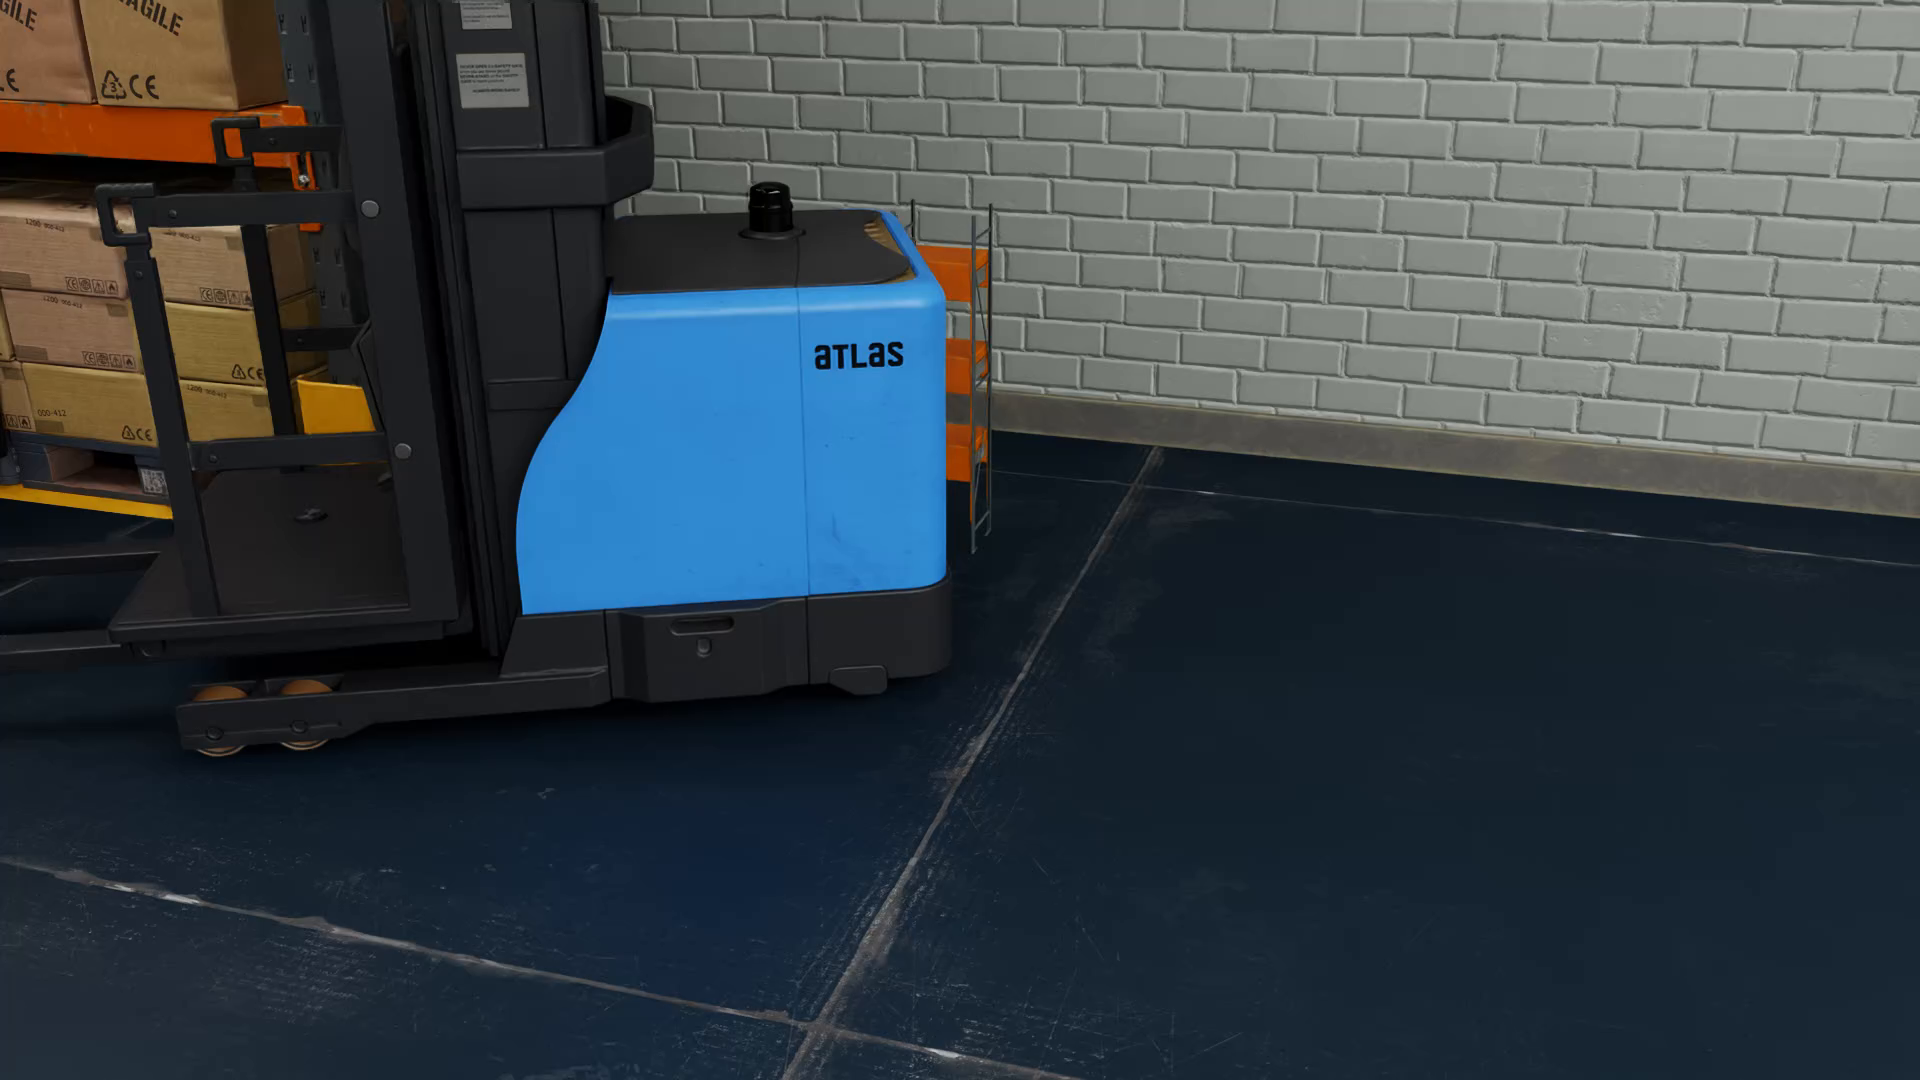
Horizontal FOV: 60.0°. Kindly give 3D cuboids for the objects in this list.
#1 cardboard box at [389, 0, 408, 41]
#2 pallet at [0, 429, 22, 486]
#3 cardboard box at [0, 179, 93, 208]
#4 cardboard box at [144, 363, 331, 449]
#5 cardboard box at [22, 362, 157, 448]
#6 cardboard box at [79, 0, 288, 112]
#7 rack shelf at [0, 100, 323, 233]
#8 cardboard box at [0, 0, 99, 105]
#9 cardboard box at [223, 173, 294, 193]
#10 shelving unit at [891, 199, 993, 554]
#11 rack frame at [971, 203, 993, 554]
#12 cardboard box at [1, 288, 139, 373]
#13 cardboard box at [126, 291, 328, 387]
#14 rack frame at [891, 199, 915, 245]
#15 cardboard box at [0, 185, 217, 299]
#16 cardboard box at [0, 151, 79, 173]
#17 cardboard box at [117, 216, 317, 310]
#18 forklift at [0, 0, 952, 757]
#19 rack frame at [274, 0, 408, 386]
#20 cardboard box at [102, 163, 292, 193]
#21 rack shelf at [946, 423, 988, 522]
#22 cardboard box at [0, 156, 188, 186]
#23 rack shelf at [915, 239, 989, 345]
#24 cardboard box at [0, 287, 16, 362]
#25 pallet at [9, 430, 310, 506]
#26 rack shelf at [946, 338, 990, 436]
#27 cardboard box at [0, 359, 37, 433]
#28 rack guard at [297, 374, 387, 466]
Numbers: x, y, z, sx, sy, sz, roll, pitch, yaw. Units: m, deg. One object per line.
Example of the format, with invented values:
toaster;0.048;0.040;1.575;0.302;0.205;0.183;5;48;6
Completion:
cardboard box;-2.170;-1.818;5.617;0.500;0.500;0.500;7;23;17
pallet;-3.685;-0.529;6.282;1.213;0.211;1.003;7;23;15
cardboard box;-3.284;-1.044;5.614;0.500;0.250;0.500;7;23;16
cardboard box;-2.317;-0.475;5.545;0.500;0.250;0.500;7;23;16
cardboard box;-2.791;-0.533;5.686;0.500;0.250;0.500;7;23;15
cardboard box;-2.323;-1.621;5.137;0.500;0.500;0.500;6;23;14
rack shelf;-3.691;-1.502;5.928;4.000;0.370;1.077;7;23;16
cardboard box;-2.817;-1.681;5.284;0.500;0.500;0.500;7;23;17
cardboard box;-2.182;-1.122;5.806;0.500;0.250;0.500;6;23;15
shelving unit;-0.051;-0.492;5.085;0.252;1.050;0.215;6;23;16
rack frame;0.066;-0.479;5.053;0.008;1.050;0.200;6;23;16
cardboard box;-2.810;-0.768;5.601;0.500;0.250;0.500;6;23;15
cardboard box;-2.333;-0.709;5.458;0.500;0.250;0.500;6;23;15
rack frame;-0.167;-0.506;5.118;0.008;1.050;0.200;6;23;16
cardboard box;-2.798;-0.992;5.488;0.500;0.250;0.500;7;23;16
cardboard box;-3.625;-1.293;6.222;0.500;0.250;0.500;6;23;14
cardboard box;-2.307;-0.938;5.356;0.500;0.250;0.500;7;23;17
forklift;-1.585;-1.051;3.970;3.031;2.935;1.130;-4;23;-9
rack frame;-1.776;-1.616;5.257;0.127;3.000;1.000;7;23;16
cardboard box;-2.661;-1.176;5.936;0.500;0.250;0.500;7;23;16
rack shelf;-0.050;-0.226;5.196;0.240;0.259;0.215;6;23;16
cardboard box;-3.137;-1.234;6.079;0.500;0.250;0.500;6;23;15
rack shelf;-0.051;-0.745;4.981;0.240;0.259;0.215;6;23;16
cardboard box;-3.310;-0.817;5.721;0.500;0.250;0.500;6;23;14
pallet;-2.520;-0.395;5.954;1.213;0.211;1.003;7;23;16
rack shelf;-0.051;-0.482;5.089;0.240;0.259;0.215;6;23;16
cardboard box;-3.267;-0.591;5.828;0.500;0.250;0.500;7;23;16
rack guard;-1.753;-0.457;5.725;0.348;0.500;1.175;7;23;16
